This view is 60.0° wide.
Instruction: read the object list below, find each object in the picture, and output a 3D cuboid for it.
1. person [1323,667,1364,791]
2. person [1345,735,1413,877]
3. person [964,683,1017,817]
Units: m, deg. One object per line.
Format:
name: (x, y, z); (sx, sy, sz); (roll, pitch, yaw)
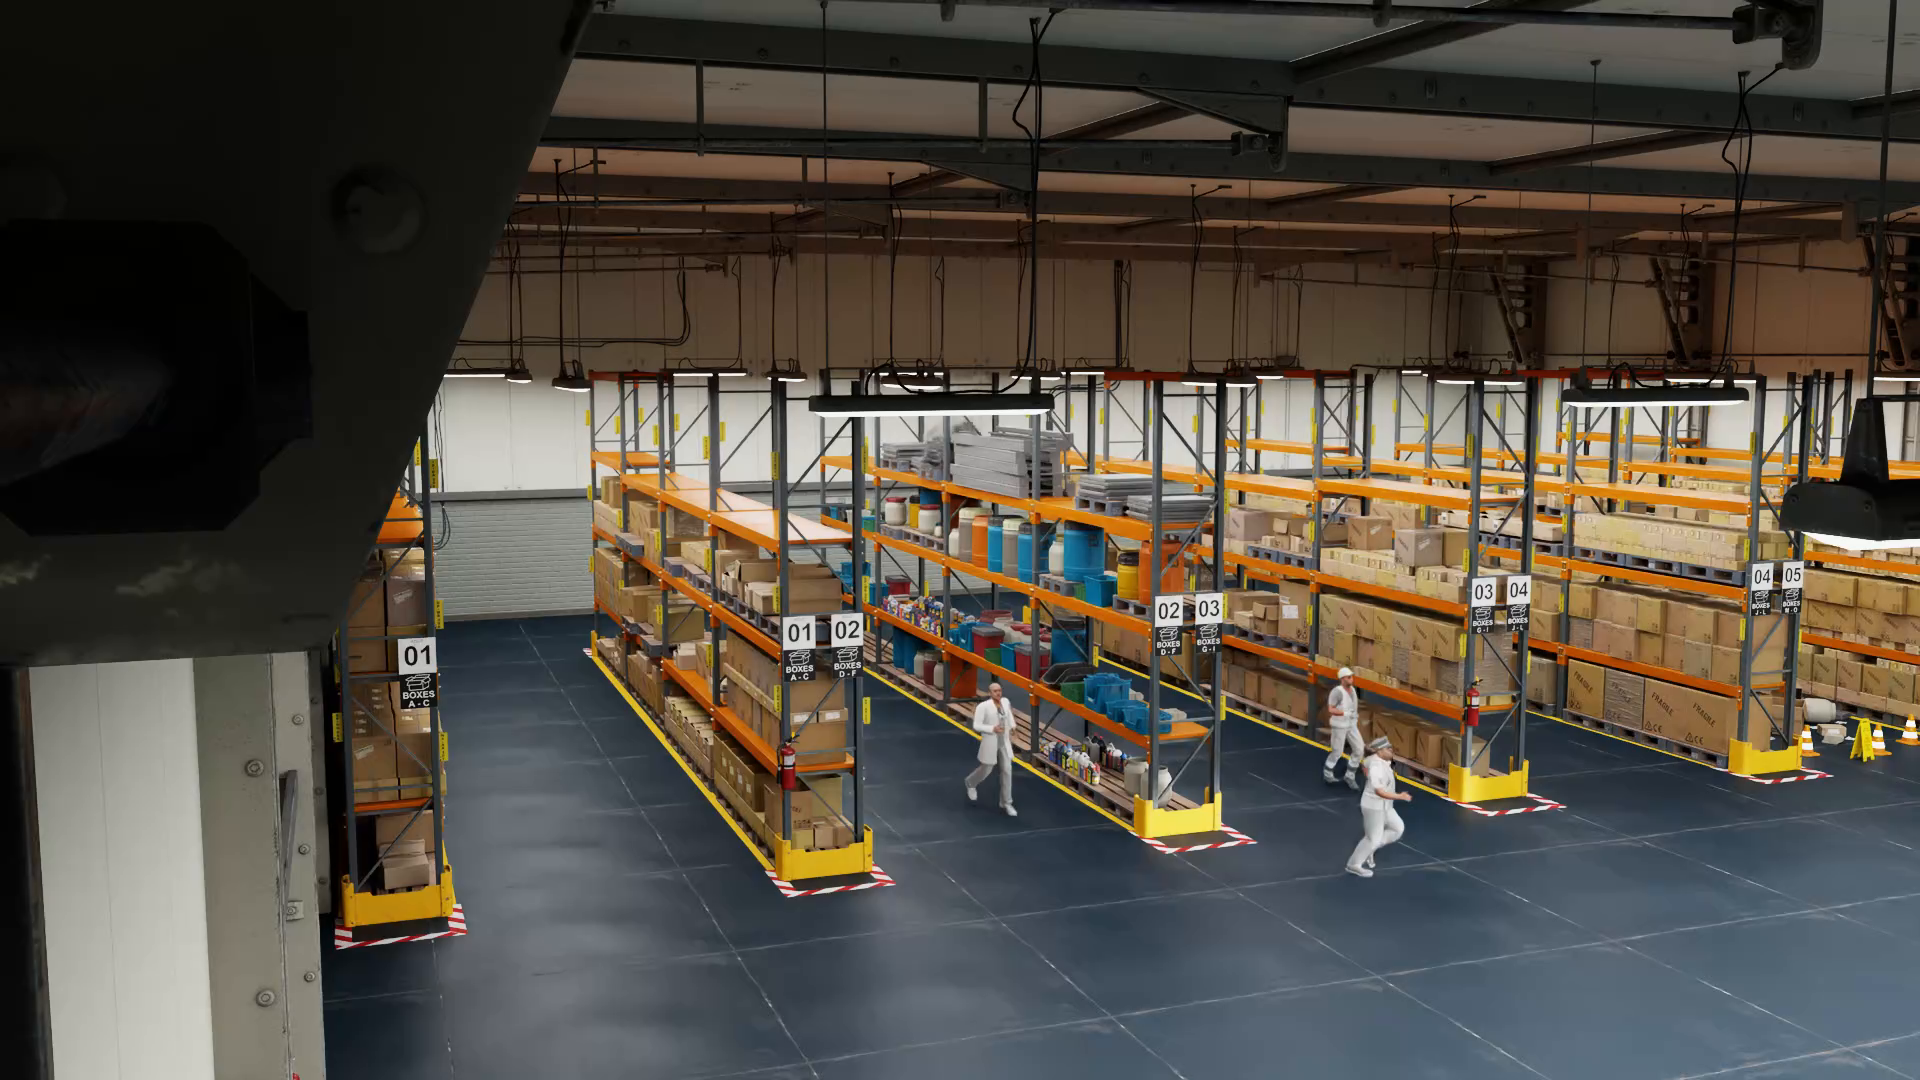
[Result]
person: (5.594, 2.756, 24.224); (0.635, 1.825, 0.749); (-4, 7, -31)
person: (5.107, 3.213, 20.186); (0.772, 1.737, 0.688); (2, 7, 20)
person: (0.462, 2.862, 23.172); (0.720, 1.801, 1.061); (-3, 7, -28)
